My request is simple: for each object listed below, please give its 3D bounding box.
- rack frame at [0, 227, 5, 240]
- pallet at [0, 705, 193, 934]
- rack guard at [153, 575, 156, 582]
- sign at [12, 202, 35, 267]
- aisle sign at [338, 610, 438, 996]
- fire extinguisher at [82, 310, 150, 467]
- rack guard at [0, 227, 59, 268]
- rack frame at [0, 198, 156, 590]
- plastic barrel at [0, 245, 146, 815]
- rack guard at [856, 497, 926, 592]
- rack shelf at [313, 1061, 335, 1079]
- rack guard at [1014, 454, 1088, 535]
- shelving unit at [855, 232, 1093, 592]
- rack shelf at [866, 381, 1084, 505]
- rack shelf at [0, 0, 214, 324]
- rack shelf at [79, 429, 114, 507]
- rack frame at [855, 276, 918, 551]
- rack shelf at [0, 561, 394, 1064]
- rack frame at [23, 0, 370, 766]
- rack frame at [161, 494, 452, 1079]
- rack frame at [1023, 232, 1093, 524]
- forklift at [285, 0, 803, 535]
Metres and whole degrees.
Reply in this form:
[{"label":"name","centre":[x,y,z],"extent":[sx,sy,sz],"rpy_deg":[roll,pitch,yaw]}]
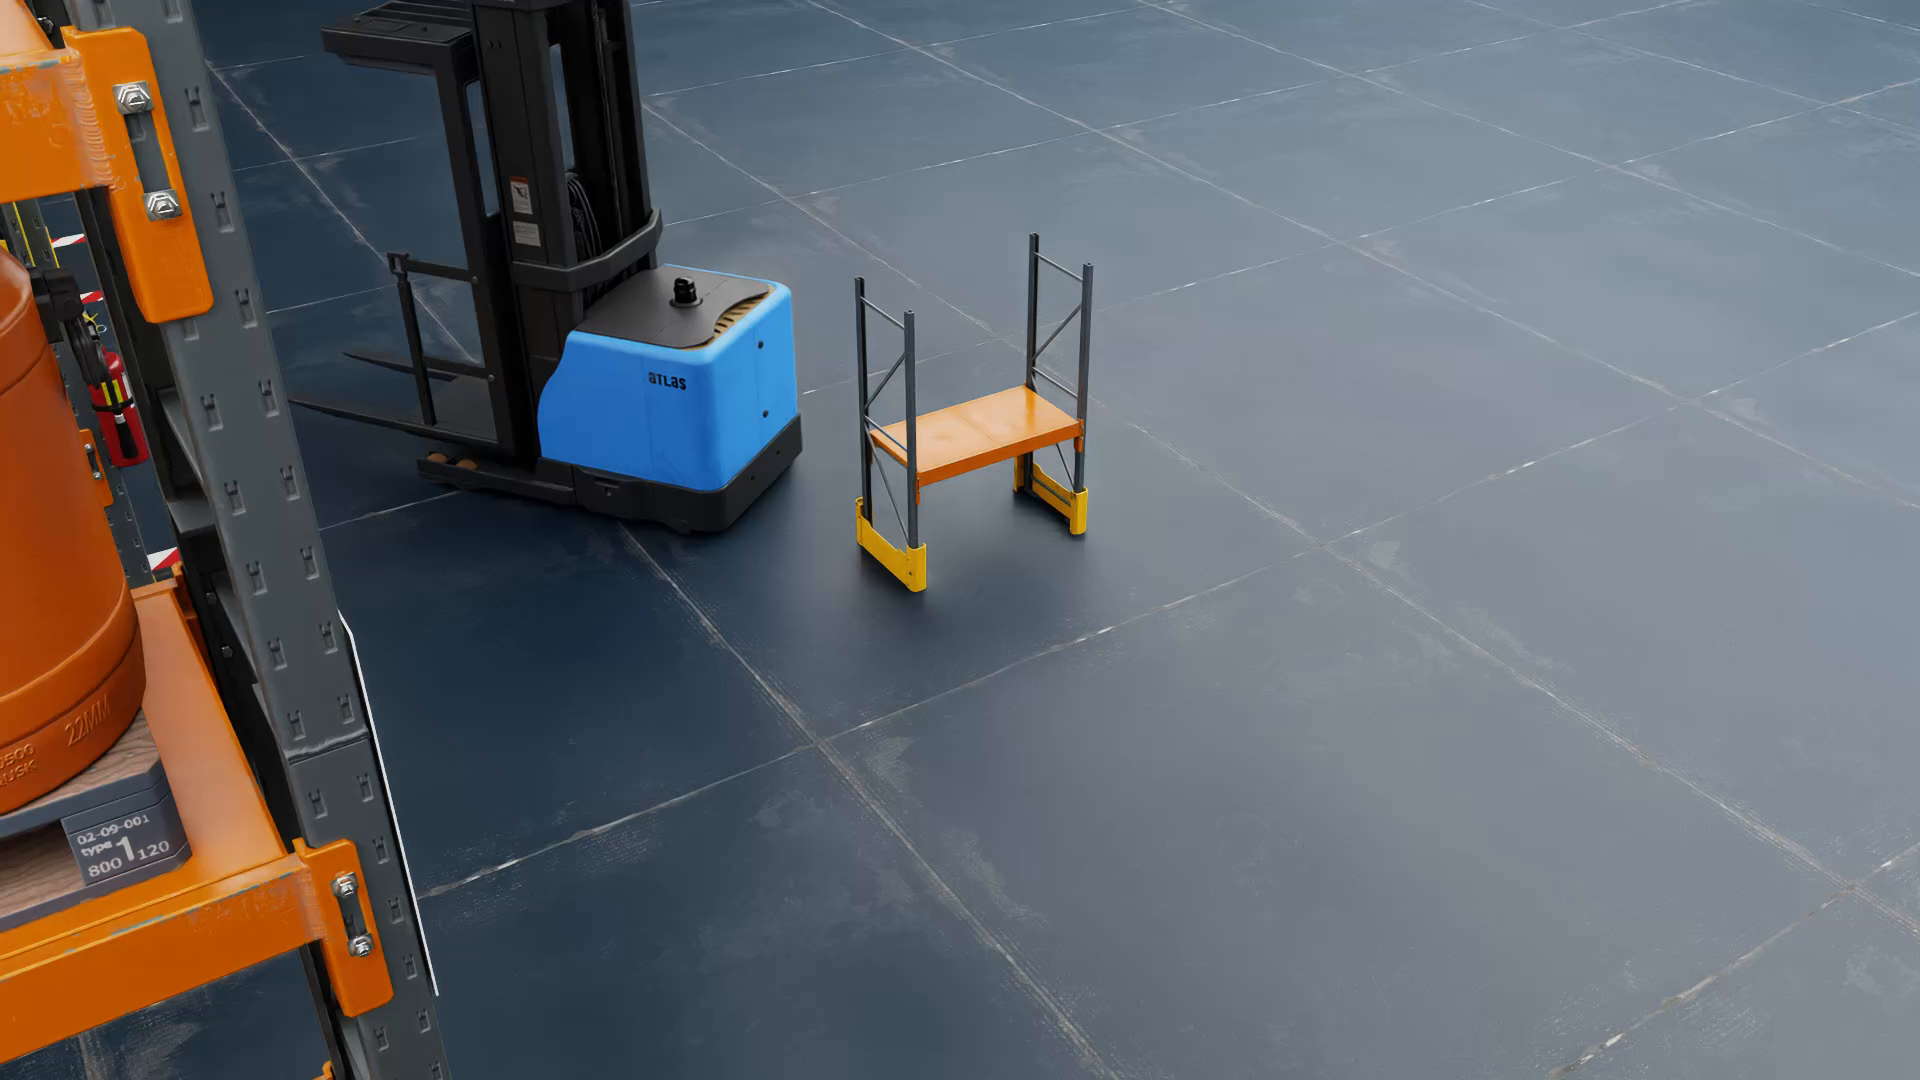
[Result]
[{"label":"rack frame","centre":[-6.543,-3.099,10.851],"extent":[0.127,3.000,1.000],"rpy_deg":[-19,37,-27]},{"label":"pallet","centre":[-2.005,0.382,2.698],"extent":[1.213,0.211,1.003],"rpy_deg":[-19,37,-27]},{"label":"rack guard","centre":[-4.004,0.234,7.911],"extent":[0.348,0.500,1.175],"rpy_deg":[-19,37,-27]},{"label":"sign","centre":[-3.657,-1.214,6.482],"extent":[0.005,0.325,0.100],"rpy_deg":[-19,37,-27]},{"label":"aisle sign","centre":[-1.036,0.388,2.886],"extent":[0.004,0.787,0.394],"rpy_deg":[-19,37,-27]},{"label":"fire extinguisher","centre":[-3.595,-0.639,7.024],"extent":[0.183,0.674,0.296],"rpy_deg":[-19,37,-27]},{"label":"rack guard","centre":[-6.523,-2.049,11.529],"extent":[0.348,0.500,1.175],"rpy_deg":[-19,37,-27]},{"label":"rack frame","centre":[-3.941,-0.845,7.279],"extent":[0.127,3.000,1.000],"rpy_deg":[-19,37,-27]},{"label":"plastic barrel","centre":[-1.597,-0.055,2.418],"extent":[0.708,0.830,0.600],"rpy_deg":[-19,37,-27]},{"label":"rack guard","centre":[-0.355,0.016,8.490],"extent":[0.087,0.250,0.587],"rpy_deg":[-19,37,-27]},{"label":"rack shelf","centre":[-2.938,2.258,3.033],"extent":[4.000,0.370,1.077],"rpy_deg":[-19,37,-27]},{"label":"rack guard","centre":[0.483,-0.272,8.946],"extent":[0.087,0.250,0.587],"rpy_deg":[-19,37,-27]},{"label":"shelving unit","centre":[0.064,-0.656,8.385],"extent":[1.083,1.500,0.587],"rpy_deg":[-19,37,-27]},{"label":"rack shelf","centre":[0.072,-0.507,8.485],"extent":[1.000,0.185,0.538],"rpy_deg":[-19,37,-27]},{"label":"rack shelf","centre":[-2.938,-0.110,1.539],"extent":[4.000,0.370,1.077],"rpy_deg":[-19,37,-27]},{"label":"rack shelf","centre":[-5.622,0.037,6.554],"extent":[4.000,0.370,1.077],"rpy_deg":[-19,37,-27]},{"label":"rack frame","centre":[-0.356,-0.512,8.156],"extent":[0.032,1.500,0.500],"rpy_deg":[-19,37,-27]},{"label":"rack shelf","centre":[-2.938,0.989,2.233],"extent":[4.000,0.370,1.077],"rpy_deg":[-19,37,-27]},{"label":"rack frame","centre":[-1.257,-1.162,2.157],"extent":[0.127,3.000,1.000],"rpy_deg":[-19,37,-27]},{"label":"rack frame","centre":[-1.257,1.376,3.758],"extent":[0.127,3.000,1.000],"rpy_deg":[-19,37,-27]},{"label":"rack frame","centre":[0.499,-0.806,8.622],"extent":[0.032,1.500,0.500],"rpy_deg":[-19,37,-27]},{"label":"forklift","centre":[-2.461,-1.761,8.794],"extent":[3.031,2.935,1.130],"rpy_deg":[12,34,18]}]
